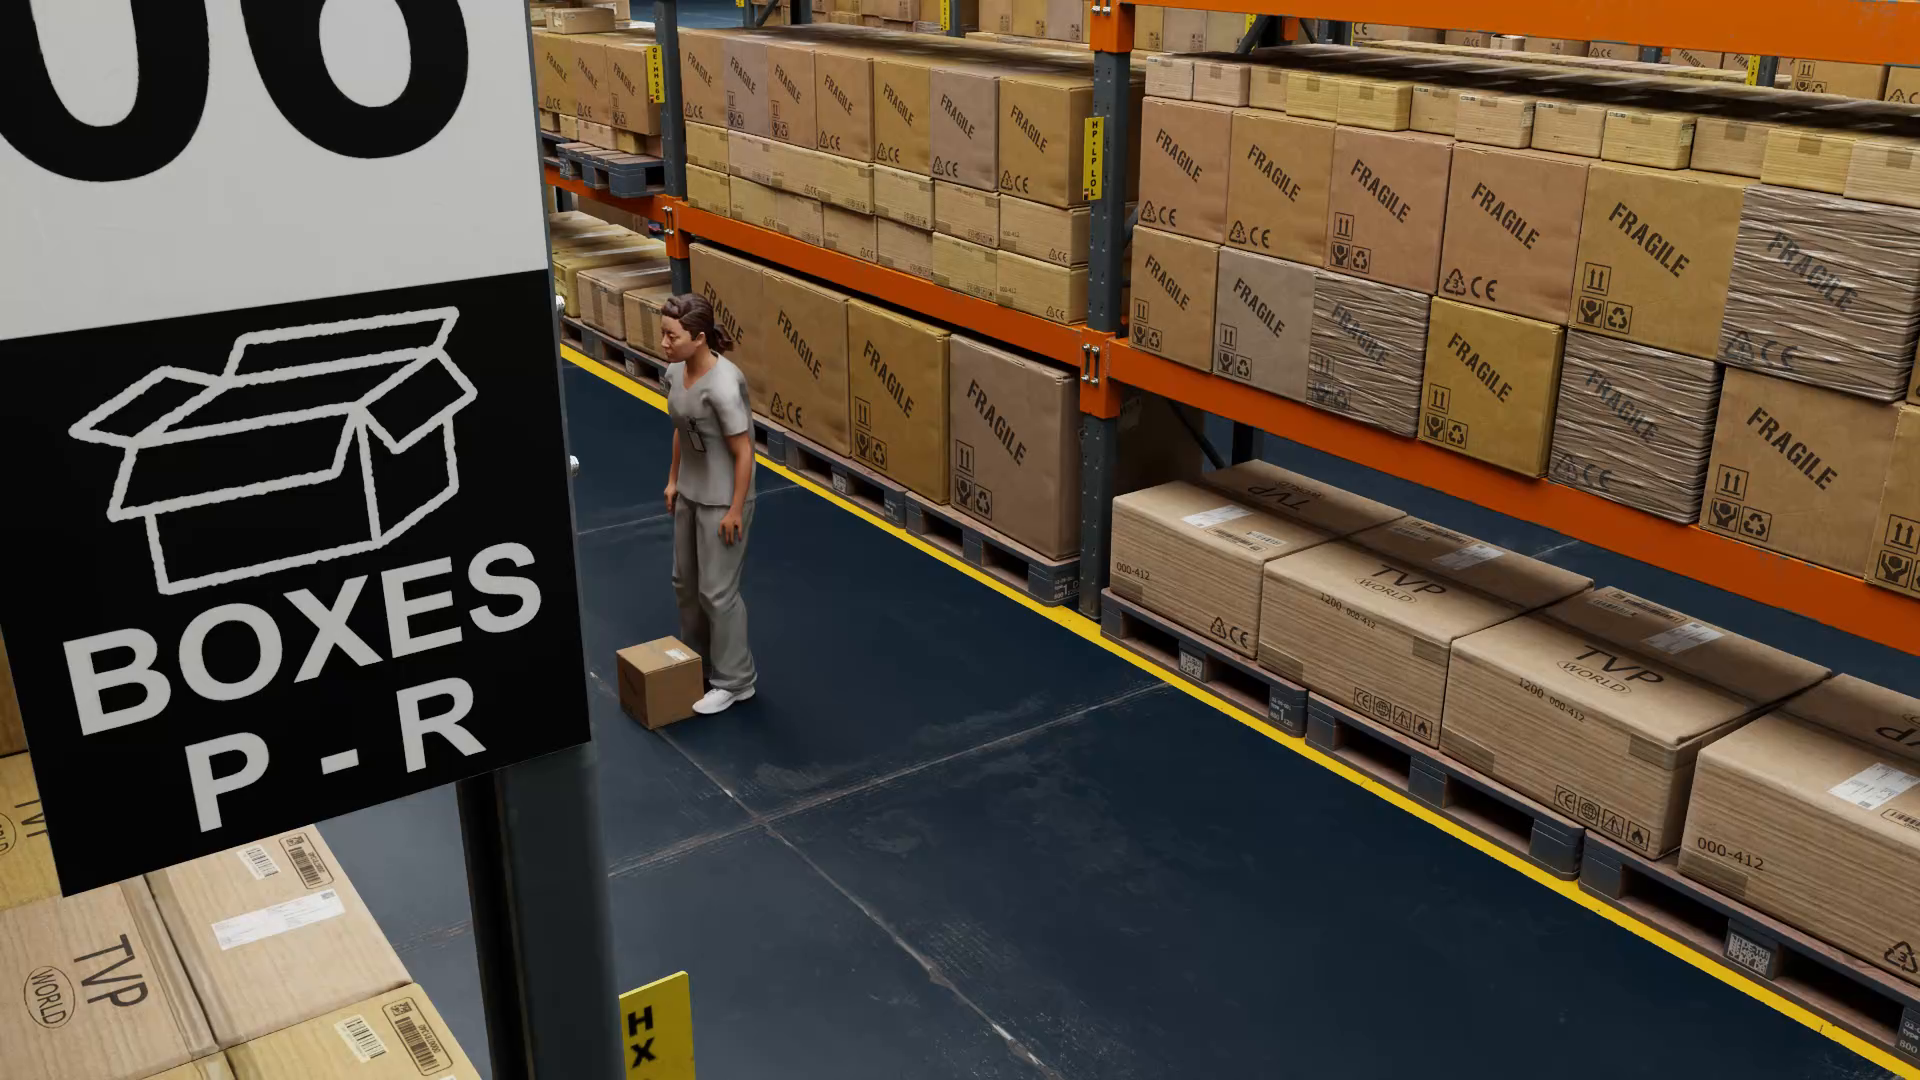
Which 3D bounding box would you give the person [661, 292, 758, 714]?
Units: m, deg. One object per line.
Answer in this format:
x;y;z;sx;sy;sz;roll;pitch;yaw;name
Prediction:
-0.991;-0.149;6.475;0.367;1.667;0.514;-17;27;-36;person
